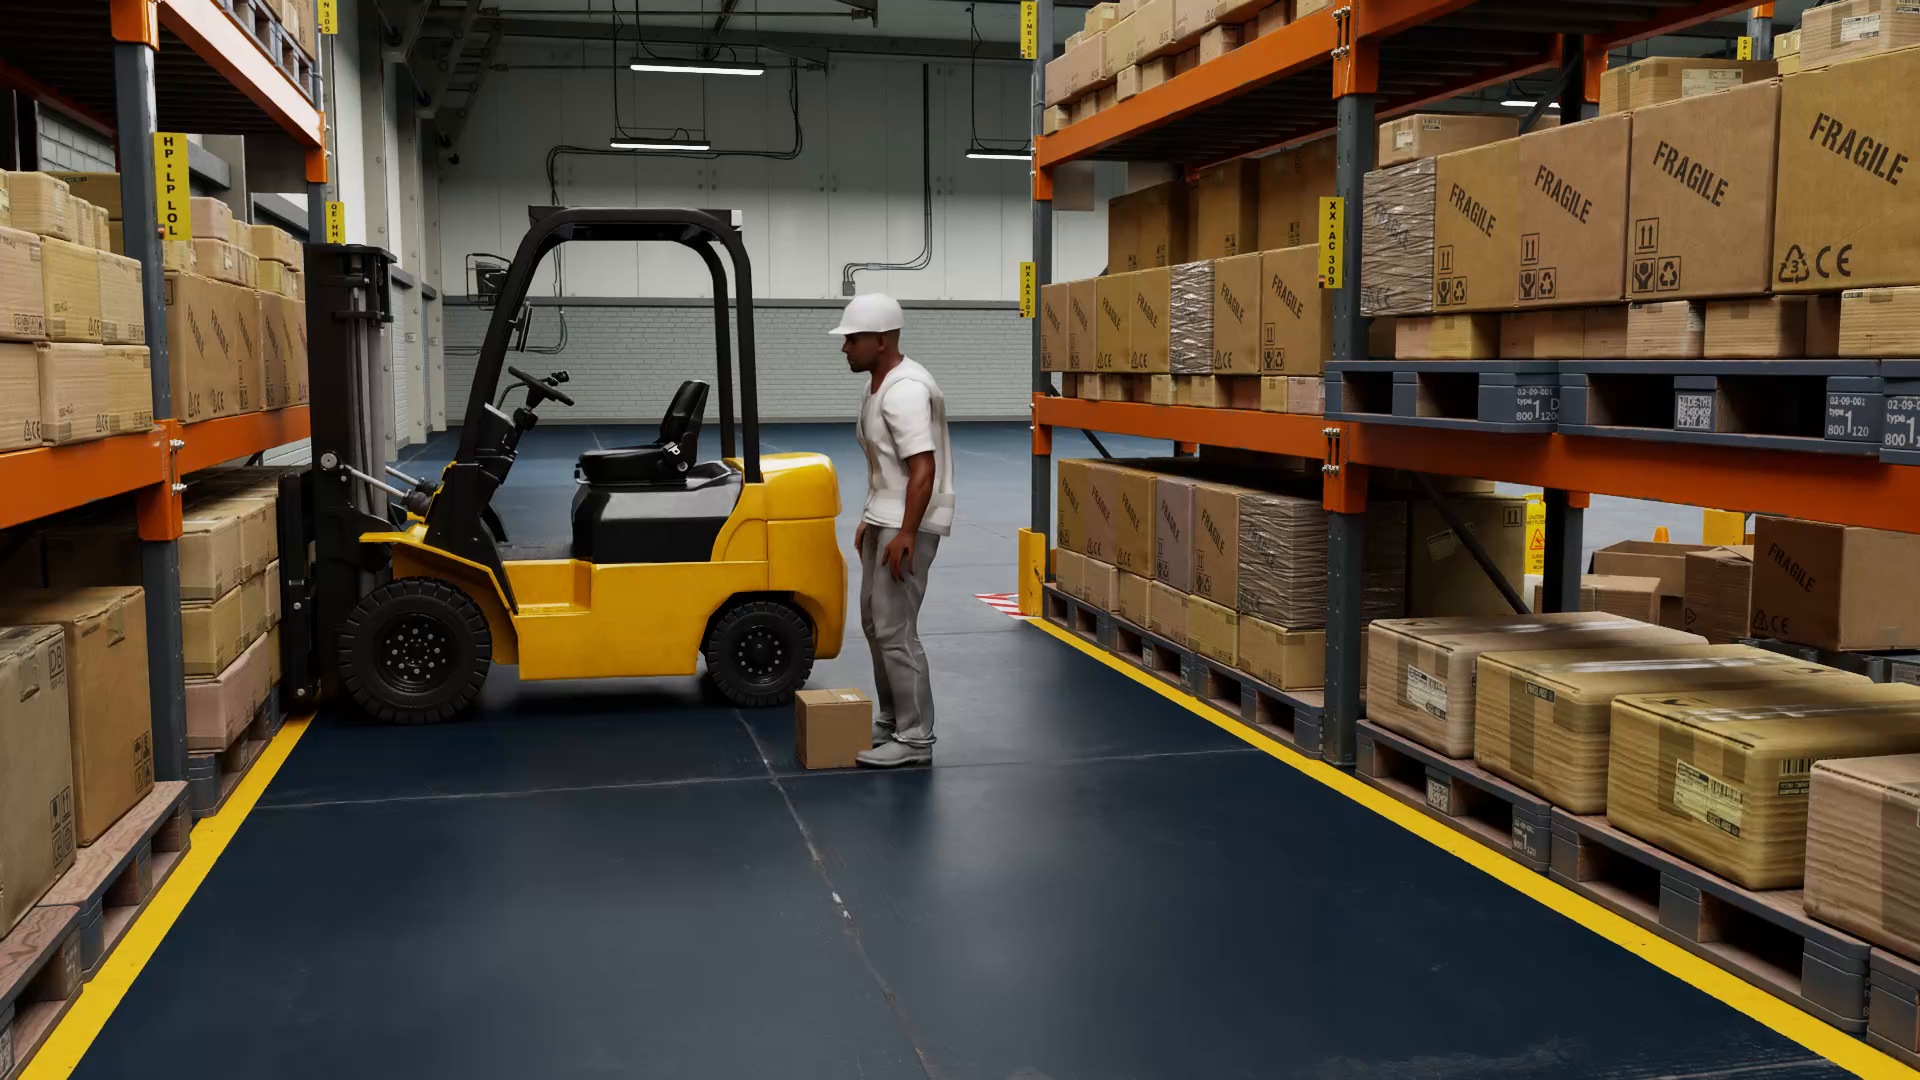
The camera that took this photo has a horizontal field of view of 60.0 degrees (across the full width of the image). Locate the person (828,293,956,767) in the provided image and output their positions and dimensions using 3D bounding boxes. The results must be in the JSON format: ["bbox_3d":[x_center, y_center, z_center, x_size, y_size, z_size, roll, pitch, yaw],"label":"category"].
[{"bbox_3d":[-0.266,-0.044,6.282,0.463,1.760,0.635,-2,6,-15],"label":"person"}]
